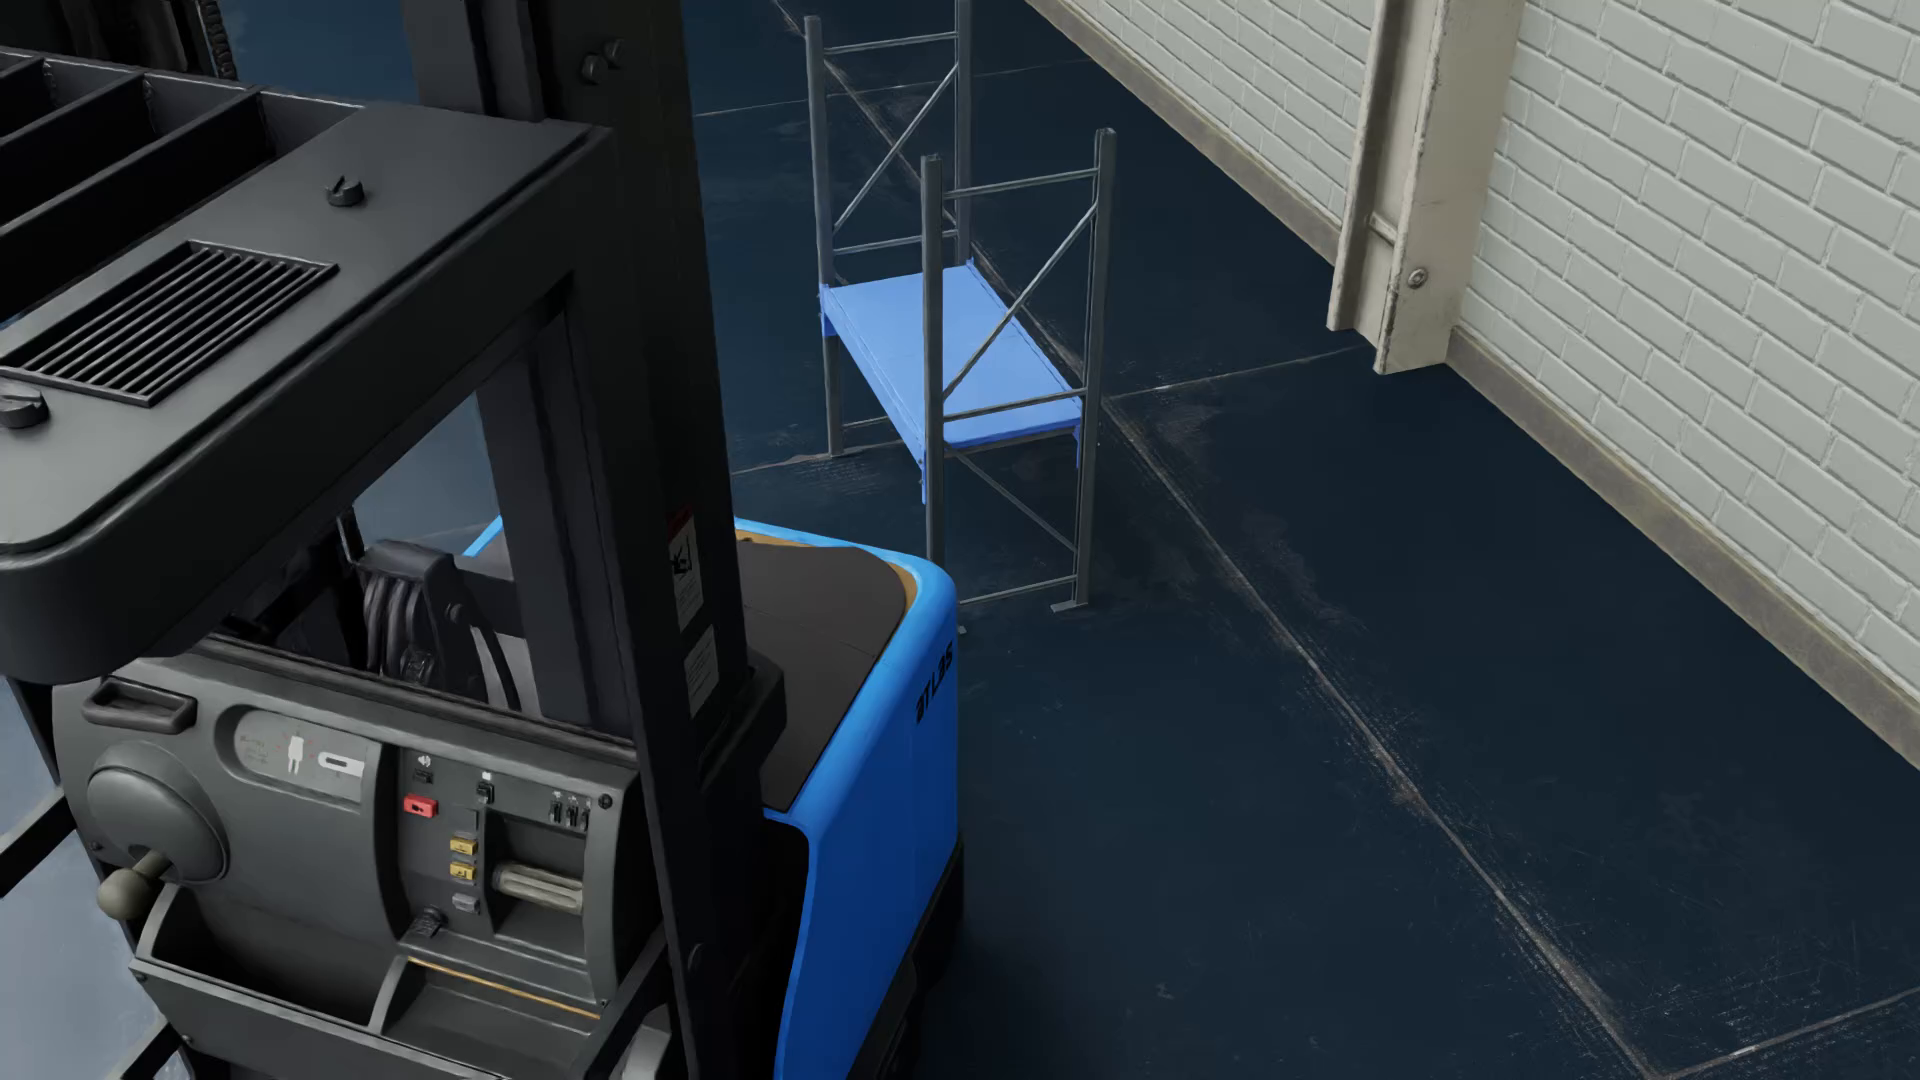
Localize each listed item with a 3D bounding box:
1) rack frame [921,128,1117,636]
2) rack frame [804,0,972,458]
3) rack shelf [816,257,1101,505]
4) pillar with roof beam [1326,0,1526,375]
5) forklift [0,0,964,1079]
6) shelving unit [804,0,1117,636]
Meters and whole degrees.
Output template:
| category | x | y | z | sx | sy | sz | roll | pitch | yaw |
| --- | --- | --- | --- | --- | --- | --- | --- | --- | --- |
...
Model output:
| category | x | y | z | sx | sy | sz | roll | pitch | yaw |
| --- | --- | --- | --- | --- | --- | --- | --- | --- | --- |
| rack frame | 0.146 | -0.360 | 4.481 | 0.500 | 1.500 | 0.032 | -12 | 39 | -16 |
| rack frame | -0.204 | -0.934 | 5.244 | 0.500 | 1.500 | 0.032 | -12 | 39 | -16 |
| rack shelf | -0.029 | -0.504 | 4.971 | 0.538 | 0.185 | 1.000 | -12 | 39 | -16 |
| pillar with roof beam | -2.437 | -3.445 | 2.344 | 9.100 | 9.000 | 0.400 | -12 | 39 | -16 |
| forklift | -0.957 | 0.475 | 2.184 | 1.130 | 2.935 | 3.031 | 12 | 39 | 15 |
| shelving unit | -0.029 | -0.647 | 4.863 | 0.538 | 1.500 | 1.048 | -12 | 39 | -16 |
